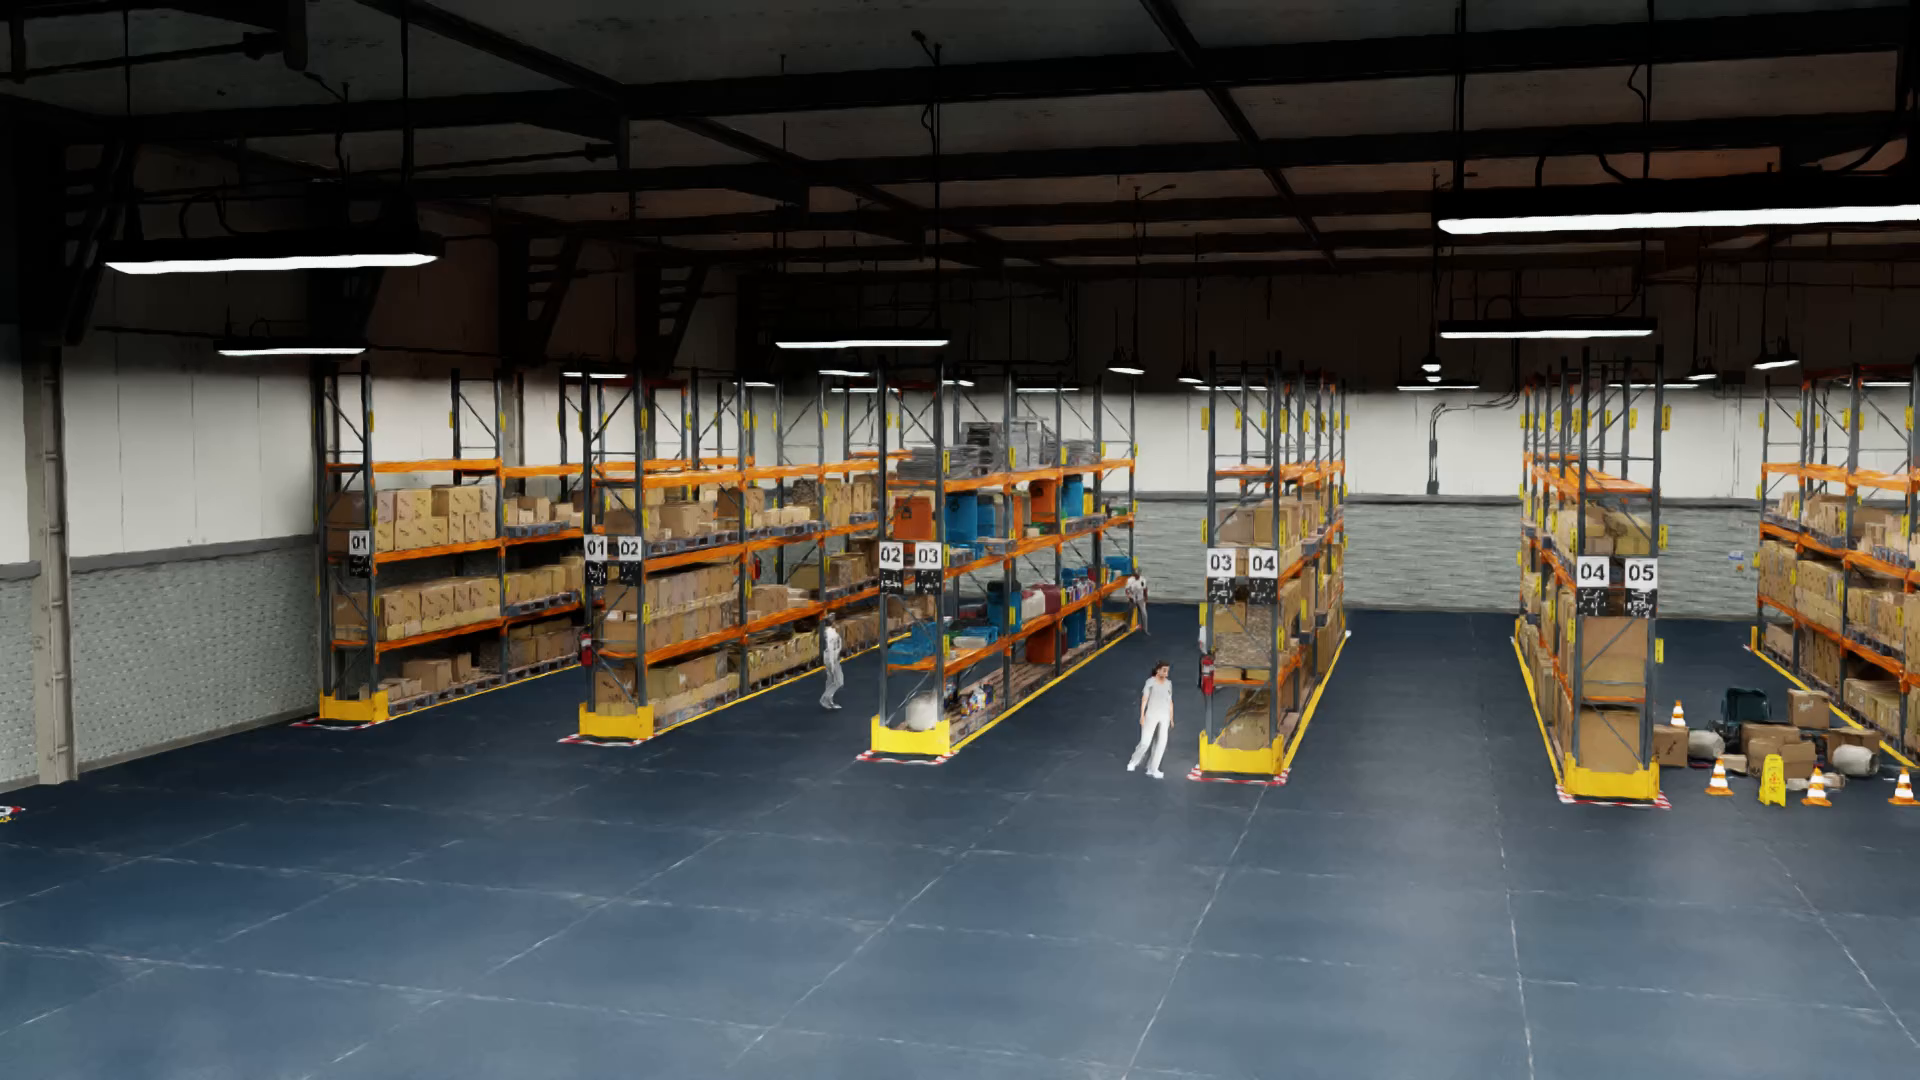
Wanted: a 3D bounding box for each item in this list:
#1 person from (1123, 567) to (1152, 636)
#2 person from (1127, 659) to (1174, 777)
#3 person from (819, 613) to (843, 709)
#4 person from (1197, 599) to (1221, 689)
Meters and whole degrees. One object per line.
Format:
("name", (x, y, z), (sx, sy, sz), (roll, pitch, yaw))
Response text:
("person", (4.142, 1.421, 38.885), (0.622, 1.596, 0.822), (0, 4, 0))
("person", (2.687, 2.503, 23.483), (0.633, 1.655, 0.501), (-2, 4, -21))
("person", (-2.253, 2.106, 28.830), (0.414, 1.675, 0.517), (-1, 4, -13))
("person", (4.654, 1.879, 31.054), (0.629, 1.773, 0.677), (3, 5, 38))
